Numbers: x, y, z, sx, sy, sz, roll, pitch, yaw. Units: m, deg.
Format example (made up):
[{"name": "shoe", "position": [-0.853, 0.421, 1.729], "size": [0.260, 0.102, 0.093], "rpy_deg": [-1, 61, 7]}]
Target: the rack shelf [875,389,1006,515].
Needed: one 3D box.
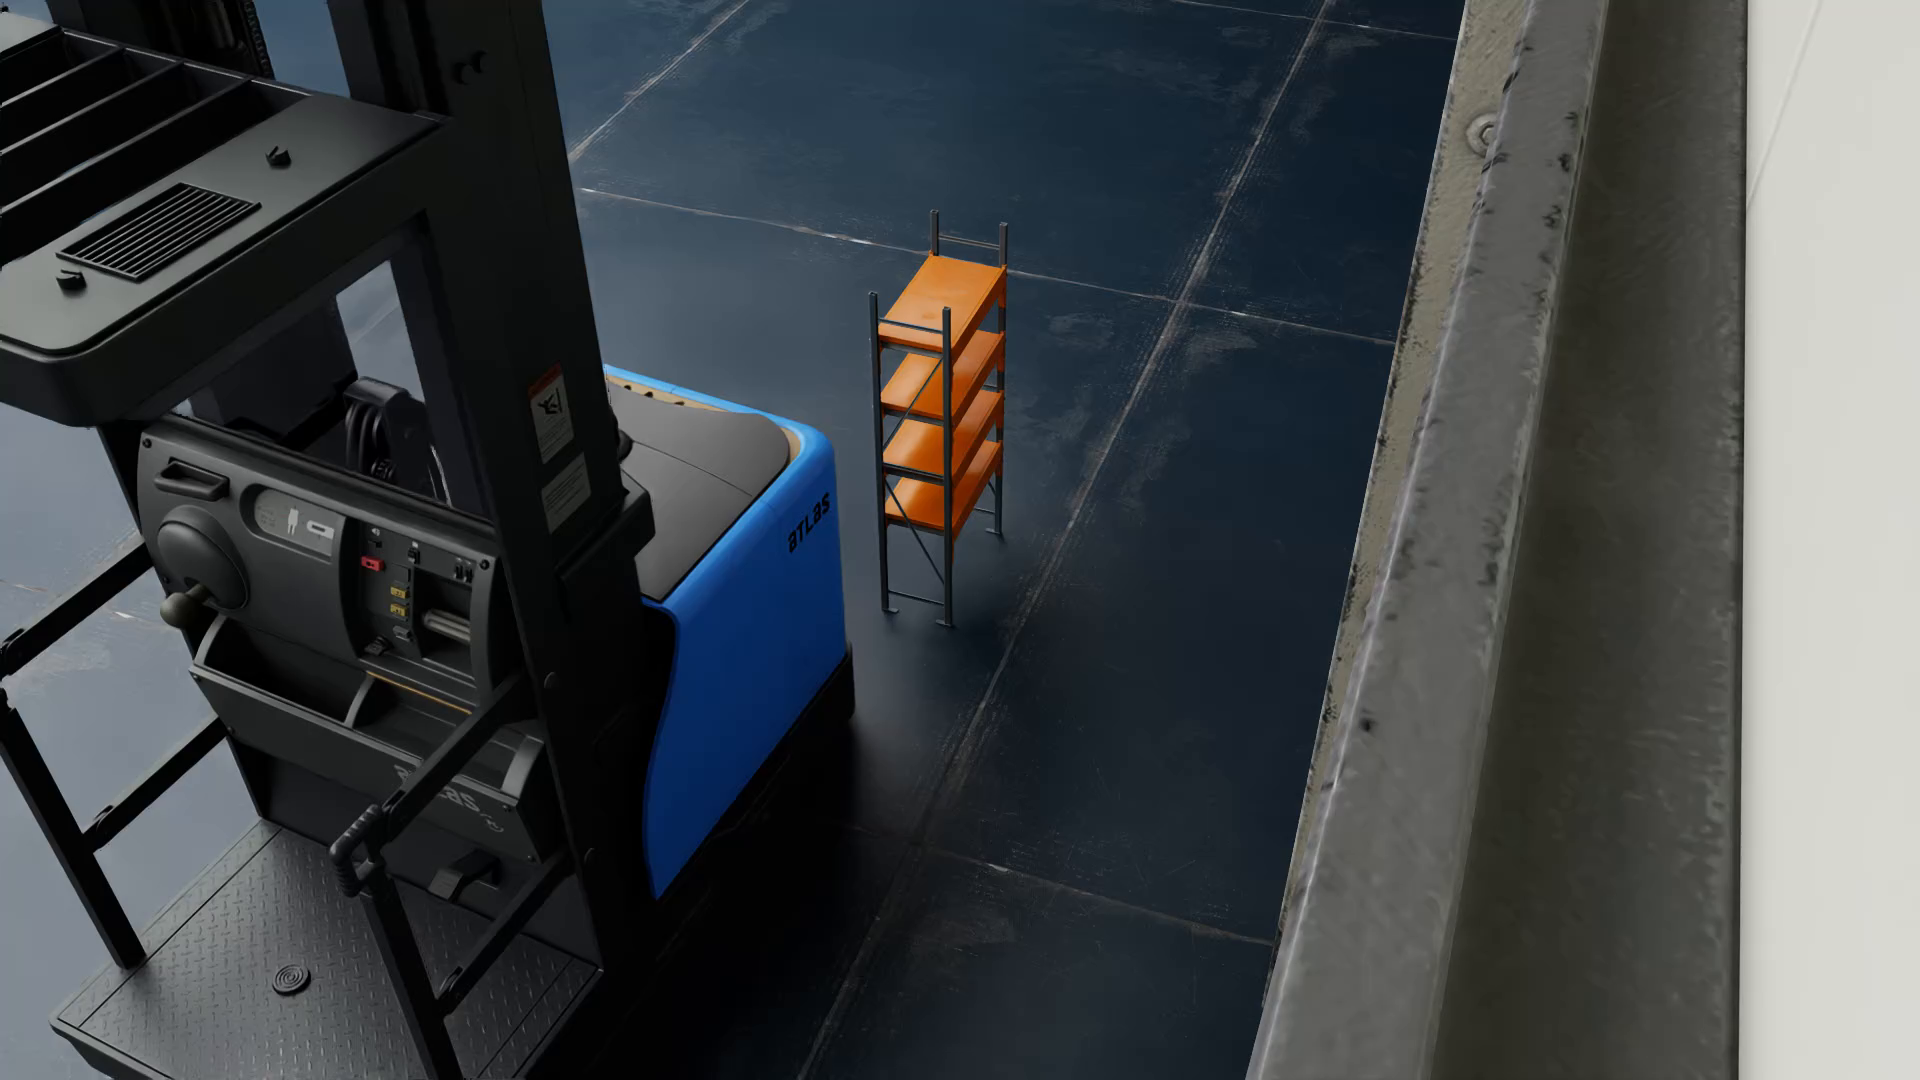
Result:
[{"name": "rack shelf", "position": [-0.057, -0.304, 5.214], "size": [0.258, 0.148, 0.480], "rpy_deg": [13, 42, 15]}]

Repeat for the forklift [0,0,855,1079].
[{"name": "forklift", "position": [-1.413, 0.141, 3.255], "size": [1.130, 2.935, 3.031], "rpy_deg": [18, 44, 19]}]

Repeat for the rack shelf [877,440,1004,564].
[{"name": "rack shelf", "position": [-0.057, -0.153, 5.343], "size": [0.258, 0.148, 0.480], "rpy_deg": [13, 42, 15]}]

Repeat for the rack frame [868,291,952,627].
[{"name": "rack frame", "position": [-0.140, -0.207, 4.996], "size": [0.240, 1.200, 0.015], "rpy_deg": [13, 42, 15]}]

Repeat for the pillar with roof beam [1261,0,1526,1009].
[{"name": "pillar with roof beam", "position": [-3.061, -3.262, 2.568], "size": [9.100, 9.000, 0.400], "rpy_deg": [13, 42, 15]}]

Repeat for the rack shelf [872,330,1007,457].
[{"name": "rack shelf", "position": [-0.057, -0.474, 5.069], "size": [0.258, 0.148, 0.480], "rpy_deg": [13, 42, 15]}]

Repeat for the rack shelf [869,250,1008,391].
[{"name": "rack shelf", "position": [-0.057, -0.654, 4.915], "size": [0.258, 0.148, 0.480], "rpy_deg": [13, 42, 15]}]

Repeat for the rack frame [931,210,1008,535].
[{"name": "rack frame", "position": [0.027, -0.504, 5.345], "size": [0.240, 1.200, 0.015], "rpy_deg": [13, 42, 15]}]

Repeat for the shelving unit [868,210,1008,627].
[{"name": "shelving unit", "position": [-0.057, -0.355, 5.170], "size": [0.258, 1.200, 0.503], "rpy_deg": [13, 42, 15]}]
